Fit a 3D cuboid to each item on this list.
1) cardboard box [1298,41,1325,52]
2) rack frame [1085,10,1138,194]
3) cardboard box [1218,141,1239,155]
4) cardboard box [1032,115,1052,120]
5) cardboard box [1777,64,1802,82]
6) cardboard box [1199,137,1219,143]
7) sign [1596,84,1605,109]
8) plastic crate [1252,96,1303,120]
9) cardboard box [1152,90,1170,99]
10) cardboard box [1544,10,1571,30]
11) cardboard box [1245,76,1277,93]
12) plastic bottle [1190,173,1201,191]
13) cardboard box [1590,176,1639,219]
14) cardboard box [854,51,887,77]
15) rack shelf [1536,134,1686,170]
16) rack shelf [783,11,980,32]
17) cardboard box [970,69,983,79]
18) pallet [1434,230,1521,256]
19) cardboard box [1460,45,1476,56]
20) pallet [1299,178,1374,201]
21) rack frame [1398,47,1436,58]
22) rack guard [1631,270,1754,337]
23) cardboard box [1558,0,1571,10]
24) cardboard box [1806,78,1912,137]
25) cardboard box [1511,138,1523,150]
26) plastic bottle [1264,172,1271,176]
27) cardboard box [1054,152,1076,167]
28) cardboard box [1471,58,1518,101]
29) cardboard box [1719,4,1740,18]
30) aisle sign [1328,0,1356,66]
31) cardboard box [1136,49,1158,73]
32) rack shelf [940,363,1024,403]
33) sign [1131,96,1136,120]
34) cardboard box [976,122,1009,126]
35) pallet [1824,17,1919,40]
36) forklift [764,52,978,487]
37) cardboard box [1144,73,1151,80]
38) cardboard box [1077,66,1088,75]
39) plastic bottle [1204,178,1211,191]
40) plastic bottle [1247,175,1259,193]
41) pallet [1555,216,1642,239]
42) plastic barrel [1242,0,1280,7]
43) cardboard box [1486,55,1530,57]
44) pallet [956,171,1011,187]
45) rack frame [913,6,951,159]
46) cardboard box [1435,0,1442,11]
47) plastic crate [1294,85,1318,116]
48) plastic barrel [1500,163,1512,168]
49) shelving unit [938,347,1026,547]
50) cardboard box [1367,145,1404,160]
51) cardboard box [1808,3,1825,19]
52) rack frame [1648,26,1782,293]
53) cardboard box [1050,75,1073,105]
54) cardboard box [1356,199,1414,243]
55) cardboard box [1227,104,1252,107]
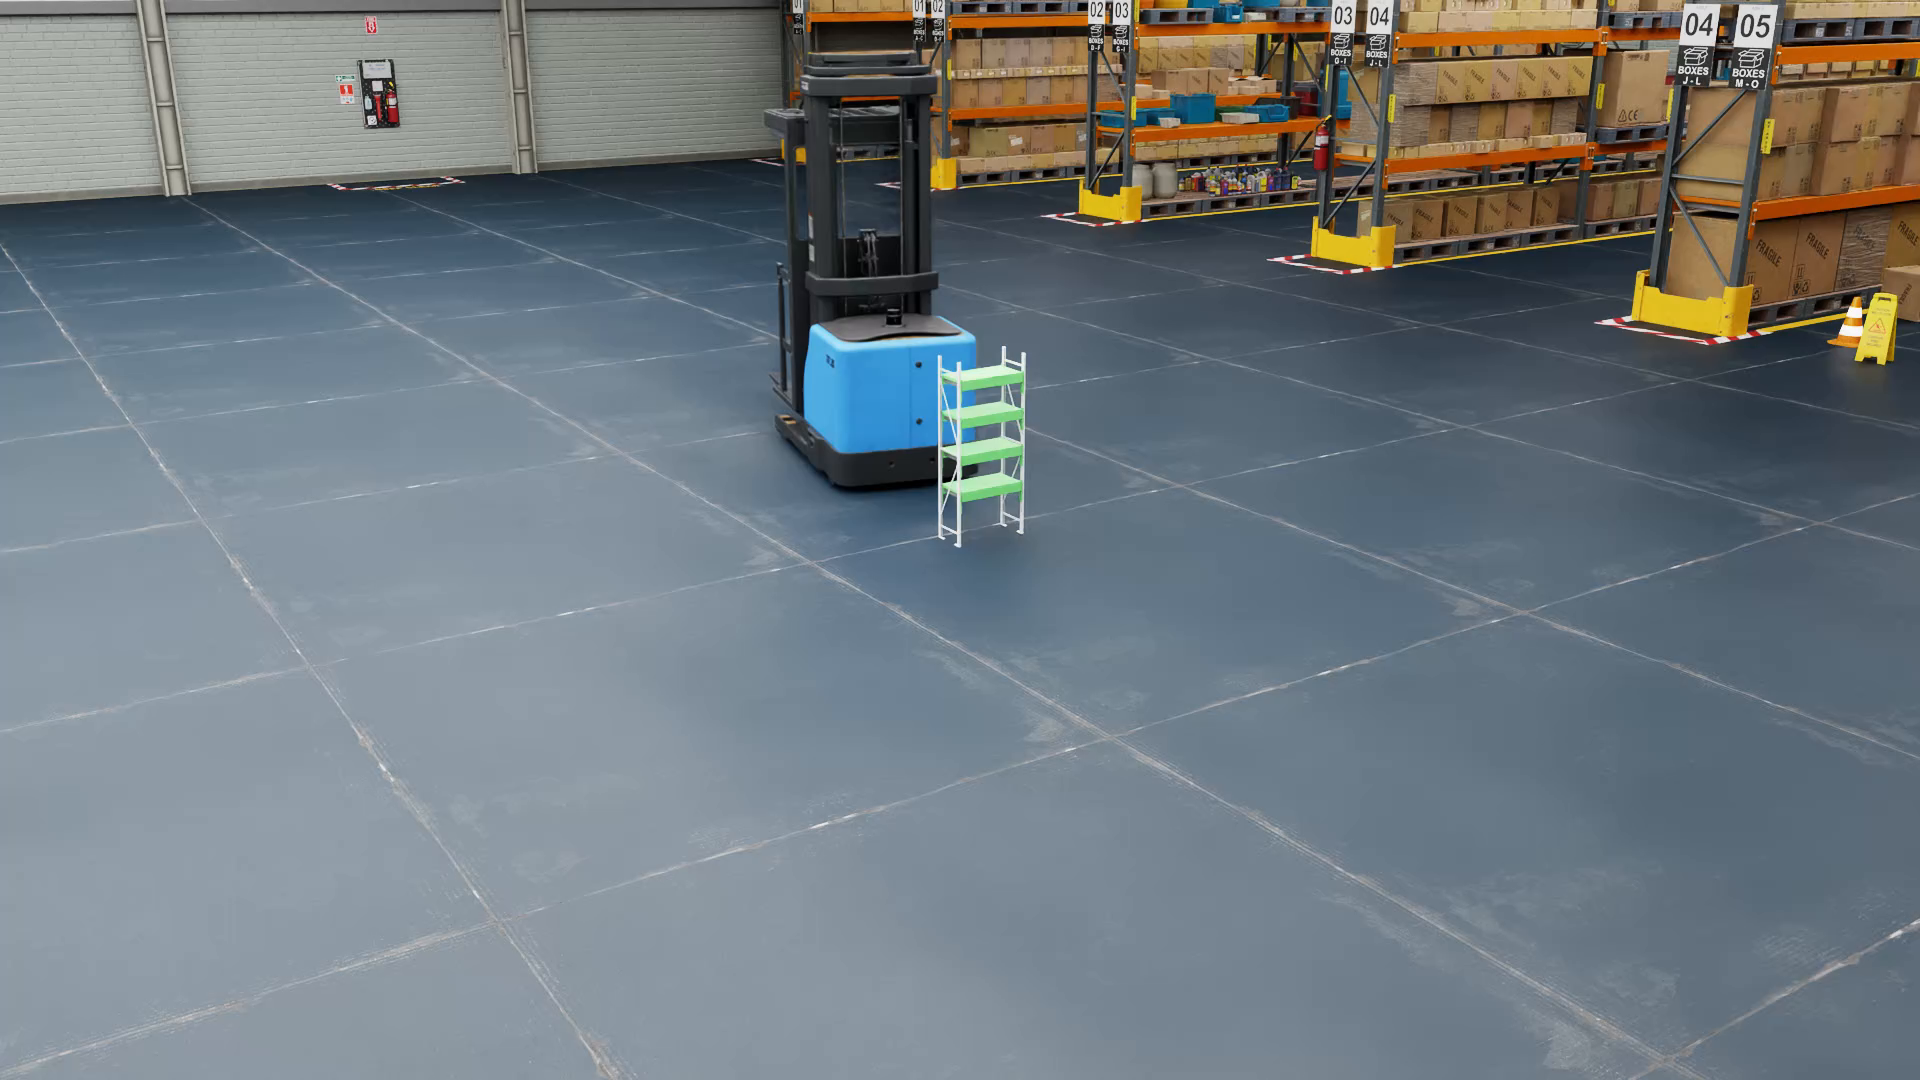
[{"bbox_3d":[8.488,-11.579,39.843,0.700,0.700,0.980,-13,23,-34],"label":"cardboard box"},{"bbox_3d":[2.238,-6.324,24.768,0.127,3.000,1.000,-12,22,-31],"label":"rack frame"},{"bbox_3d":[5.043,-7.618,32.232,0.500,0.250,0.500,-11,22,-30],"label":"cardboard box"},{"bbox_3d":[1.588,-9.021,35.960,0.500,0.500,0.700,-12,22,-31],"label":"cardboard box"},{"bbox_3d":[12.263,-7.056,25.209,0.637,0.503,0.797,-11,22,-30],"label":"cardboard box"},{"bbox_3d":[4.623,-7.794,31.877,0.500,0.311,0.500,-11,22,-30],"label":"cardboard box"},{"bbox_3d":[8.607,-5.970,22.369,0.005,0.325,0.100,-12,22,-31],"label":"sign"},{"bbox_3d":[5.071,-6.941,26.690,0.504,0.338,0.767,-12,22,-31],"label":"plastic crate"},{"bbox_3d":[3.710,-8.337,31.113,0.250,0.149,0.380,-12,22,-31],"label":"cardboard box"},{"bbox_3d":[7.623,-6.815,21.769,0.500,0.250,0.500,-11,22,-30],"label":"cardboard box"},{"bbox_3d":[5.870,-8.964,32.716,0.500,0.311,0.500,-10,21,-28],"label":"cardboard box"},{"bbox_3d":[3.756,-5.720,26.547,0.135,0.276,0.152,-12,22,-31],"label":"plastic bottle"},{"bbox_3d":[9.236,-4.910,23.800,0.500,0.500,0.700,-12,22,-32],"label":"cardboard box"},{"bbox_3d":[-1.794,-9.445,33.032,0.500,0.500,0.500,-13,22,-33],"label":"cardboard box"},{"bbox_3d":[9.973,-5.716,24.091,4.000,0.370,1.077,-12,22,-31],"label":"rack shelf"},{"bbox_3d":[-1.541,-10.407,33.283,4.000,0.370,1.077,-12,22,-31],"label":"rack shelf"},{"bbox_3d":[0.182,-8.063,28.743,0.250,0.149,0.380,-13,22,-33],"label":"cardboard box"},{"bbox_3d":[6.741,-4.039,22.363,1.213,0.211,1.003,-12,22,-31],"label":"pallet"},{"bbox_3d":[10.518,-10.383,35.057,0.500,0.500,0.500,-13,22,-33],"label":"cardboard box"},{"bbox_3d":[6.213,-5.857,27.739,1.213,0.211,1.003,-12,22,-31],"label":"pallet"},{"bbox_3d":[9.539,-9.764,34.941,0.127,3.000,1.000,-12,22,-31],"label":"rack frame"},{"bbox_3d":[7.585,-2.467,17.260,0.348,0.500,1.175,-12,22,-31],"label":"rack guard"},{"bbox_3d":[7.755,-7.018,21.749,0.250,0.149,0.380,-13,23,-34],"label":"cardboard box"},{"bbox_3d":[9.697,-4.700,18.043,0.550,0.550,0.875,-12,22,-31],"label":"cardboard box"},{"bbox_3d":[7.213,-5.262,22.017,0.250,0.149,0.380,-12,22,-31],"label":"cardboard box"},{"bbox_3d":[4.936,-5.758,26.658,0.135,0.276,0.152,-12,22,-31],"label":"plastic bottle"},{"bbox_3d":[1.758,-6.933,30.207,0.500,0.250,0.500,-12,22,-31],"label":"cardboard box"},{"bbox_3d":[6.824,-5.950,21.478,0.500,0.500,0.500,-12,22,-31],"label":"cardboard box"},{"bbox_3d":[7.697,-5.352,16.790,0.250,0.149,0.380,-12,22,-32],"label":"cardboard box"},{"bbox_3d":[4.745,-6.300,20.638,0.004,0.787,0.394,-12,22,-31],"label":"aisle sign"},{"bbox_3d":[4.017,-10.598,36.758,0.500,0.500,0.500,-11,22,-30],"label":"cardboard box"},{"bbox_3d":[0.138,-0.992,10.506,0.480,0.148,0.258,-12,22,-31],"label":"rack shelf"},{"bbox_3d":[2.537,-6.307,24.286,0.005,0.325,0.100,-12,22,-31],"label":"sign"},{"bbox_3d":[0.628,-7.256,29.989,0.500,0.500,0.500,-12,22,-31],"label":"cardboard box"},{"bbox_3d":[9.239,-5.384,17.440,1.213,0.211,1.003,-12,22,-31],"label":"pallet"},{"bbox_3d":[-0.830,-2.196,12.665,1.130,2.935,3.031,-6,20,-18],"label":"forklift"},{"bbox_3d":[4.088,-10.312,36.924,0.250,0.149,0.380,-12,22,-31],"label":"cardboard box"},{"bbox_3d":[2.104,-8.468,29.939,0.250,0.149,0.380,-12,22,-32],"label":"cardboard box"},{"bbox_3d":[3.956,-5.679,26.542,0.097,0.201,0.097,0,19,0],"label":"plastic bottle"},{"bbox_3d":[4.631,-5.638,26.304,0.135,0.276,0.152,-11,22,-30],"label":"plastic bottle"},{"bbox_3d":[8.952,-4.521,23.787,1.213,0.211,1.003,-12,22,-31],"label":"pallet"},{"bbox_3d":[4.688,-8.740,25.790,0.708,0.901,0.600,-12,22,-31],"label":"plastic barrel"},{"bbox_3d":[7.370,-6.266,22.415,0.500,0.500,0.500,-12,22,-31],"label":"cardboard box"},{"bbox_3d":[0.132,-6.475,29.567,1.213,0.211,1.003,-12,22,-31],"label":"pallet"},{"bbox_3d":[-0.483,-7.650,28.689,0.127,3.000,1.000,-12,22,-31],"label":"rack frame"},{"bbox_3d":[5.732,-6.622,20.577,0.250,0.149,0.380,-12,22,-32],"label":"cardboard box"},{"bbox_3d":[5.815,-7.226,27.336,0.583,0.464,0.402,-12,22,-31],"label":"plastic crate"},{"bbox_3d":[9.741,-6.968,29.901,0.421,0.512,0.421,0,19,0],"label":"plastic barrel"},{"bbox_3d":[0.138,-0.598,10.639,0.503,1.200,0.258,-12,22,-31],"label":"shelving unit"},{"bbox_3d":[5.331,-4.867,20.849,0.250,0.149,0.380,-12,22,-31],"label":"cardboard box"},{"bbox_3d":[8.280,-5.223,16.407,0.250,0.149,0.380,-12,22,-31],"label":"cardboard box"},{"bbox_3d":[7.605,-3.655,16.872,0.127,3.000,1.000,-12,22,-31],"label":"rack frame"},{"bbox_3d":[1.632,-8.140,29.983,0.500,0.500,0.700,-12,22,-31],"label":"cardboard box"},{"bbox_3d":[5.493,-4.120,21.494,0.500,0.500,0.500,-8,20,-21],"label":"cardboard box"},{"bbox_3d":[6.340,-10.119,38.694,0.750,0.750,0.750,-12,22,-31],"label":"cardboard box"}]
